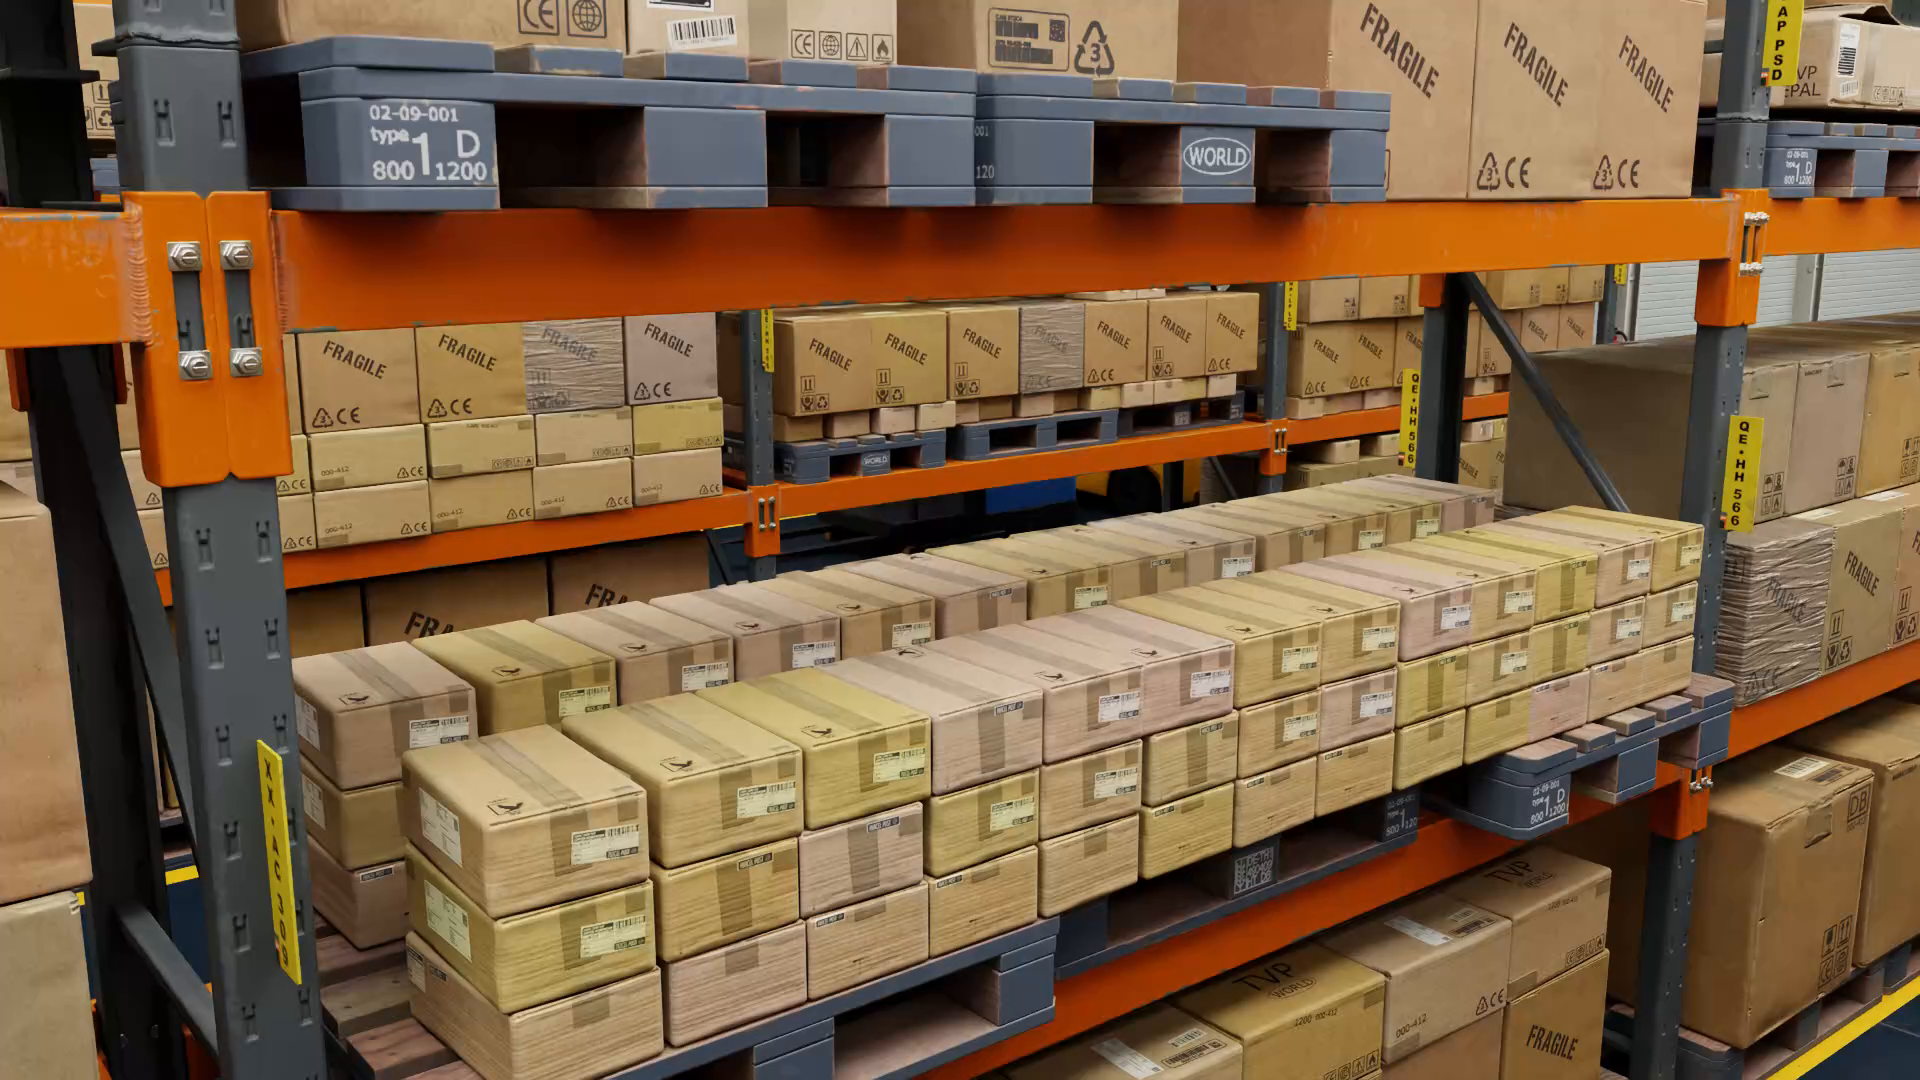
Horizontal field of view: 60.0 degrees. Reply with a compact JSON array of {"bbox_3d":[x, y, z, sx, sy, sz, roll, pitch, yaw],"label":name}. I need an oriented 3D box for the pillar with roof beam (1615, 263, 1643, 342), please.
[{"bbox_3d":[12.777,-6.226,21.287,0.400,9.000,9.100,-9,15,-38],"label":"pillar with roof beam"}]

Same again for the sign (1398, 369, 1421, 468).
[{"bbox_3d":[1.502,-0.401,5.507,0.005,0.325,0.100,-9,15,-38],"label":"sign"}]

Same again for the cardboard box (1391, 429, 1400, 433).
[{"bbox_3d":[3.177,-0.740,12.132,0.250,0.149,0.380,-8,15,-34],"label":"cardboard box"}]

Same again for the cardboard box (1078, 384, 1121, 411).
[{"bbox_3d":[0.769,-0.894,10.213,0.250,0.149,0.380,-9,15,-38],"label":"cardboard box"}]

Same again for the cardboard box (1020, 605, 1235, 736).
[{"bbox_3d":[0.332,0.256,3.362,0.250,0.149,0.380,-9,15,-36],"label":"cardboard box"}]

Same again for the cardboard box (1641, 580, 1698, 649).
[{"bbox_3d":[1.750,0.165,4.507,0.250,0.149,0.380,-9,15,-37],"label":"cardboard box"}]

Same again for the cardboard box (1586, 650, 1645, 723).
[{"bbox_3d":[1.559,0.343,4.385,0.250,0.149,0.380,-9,15,-38],"label":"cardboard box"}]

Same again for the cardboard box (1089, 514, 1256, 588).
[{"bbox_3d":[0.550,0.046,4.350,0.250,0.149,0.380,-9,15,-35],"label":"cardboard box"}]

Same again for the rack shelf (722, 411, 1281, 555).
[{"bbox_3d":[0.242,-0.442,10.221,4.000,0.370,1.077,-9,15,-38],"label":"rack shelf"}]

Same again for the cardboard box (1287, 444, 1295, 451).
[{"bbox_3d":[2.494,-0.467,12.411,0.500,0.500,0.500,-9,15,-37],"label":"cardboard box"}]

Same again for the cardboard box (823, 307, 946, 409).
[{"bbox_3d":[-0.421,-1.024,9.261,0.500,0.500,0.500,-8,15,-35],"label":"cardboard box"}]

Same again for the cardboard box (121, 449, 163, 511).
[{"bbox_3d":[-3.534,-0.270,6.837,0.500,0.250,0.500,-9,15,-37],"label":"cardboard box"}]

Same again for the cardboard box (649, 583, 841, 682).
[{"bbox_3d":[-0.463,0.215,3.558,0.250,0.149,0.380,-9,15,-38],"label":"cardboard box"}]

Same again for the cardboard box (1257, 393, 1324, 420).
[{"bbox_3d":[2.250,-0.919,11.342,0.250,0.149,0.380,-10,15,-38],"label":"cardboard box"}]

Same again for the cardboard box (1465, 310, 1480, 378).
[{"bbox_3d":[3.481,-1.461,12.329,0.500,0.500,0.500,-9,15,-37],"label":"cardboard box"}]

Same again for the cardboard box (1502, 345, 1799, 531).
[{"bbox_3d":[2.209,-0.339,5.358,0.500,0.500,0.700,-10,15,-38],"label":"cardboard box"}]

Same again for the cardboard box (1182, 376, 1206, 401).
[{"bbox_3d":[1.358,-0.993,10.678,0.250,0.149,0.380,-10,16,-39],"label":"cardboard box"}]

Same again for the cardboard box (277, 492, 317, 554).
[{"bbox_3d":[-3.121,-0.088,7.181,0.500,0.250,0.500,-10,15,-38],"label":"cardboard box"}]

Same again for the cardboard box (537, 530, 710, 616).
[{"bbox_3d":[-1.911,0.376,8.743,0.875,0.875,0.875,-10,15,-38],"label":"cardboard box"}]

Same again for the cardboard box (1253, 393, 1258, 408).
[{"bbox_3d":[2.055,-1.055,11.982,0.250,0.149,0.380,-9,15,-36],"label":"cardboard box"}]

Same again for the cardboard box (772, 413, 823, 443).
[{"bbox_3d":[-0.950,-0.629,8.963,0.250,0.149,0.380,-11,16,-41],"label":"cardboard box"}]

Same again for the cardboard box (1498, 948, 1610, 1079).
[{"bbox_3d":[1.501,1.400,4.819,0.500,0.500,0.500,-10,15,-38],"label":"cardboard box"}]

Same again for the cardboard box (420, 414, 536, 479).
[{"bbox_3d":[-2.324,-0.465,7.753,0.500,0.250,0.500,-10,16,-39],"label":"cardboard box"}]

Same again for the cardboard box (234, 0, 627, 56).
[{"bbox_3d":[-0.907,-0.979,2.543,0.500,0.500,0.700,-9,15,-38],"label":"cardboard box"}]

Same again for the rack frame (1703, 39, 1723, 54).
[{"bbox_3d":[1.854,-2.679,4.579,0.053,2.616,0.949,-9,15,-38],"label":"rack frame"}]

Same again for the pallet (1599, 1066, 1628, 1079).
[{"bbox_3d":[1.241,1.720,5.018,1.213,0.211,1.003,-9,15,-38],"label":"pallet"}]

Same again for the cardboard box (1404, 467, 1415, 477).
[{"bbox_3d":[3.250,-0.452,12.339,0.500,0.500,0.500,-8,15,-35],"label":"cardboard box"}]

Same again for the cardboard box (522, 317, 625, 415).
[{"bbox_3d":[-1.955,-0.895,7.974,0.500,0.500,0.500,-9,15,-37],"label":"cardboard box"}]

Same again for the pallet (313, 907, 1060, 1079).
[{"bbox_3d":[-0.584,0.793,3.137,1.213,0.211,1.003,-9,15,-38],"label":"pallet"}]

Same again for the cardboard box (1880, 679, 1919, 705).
[{"bbox_3d":[3.791,0.851,6.805,0.750,0.750,1.050,-9,15,-38],"label":"cardboard box"}]

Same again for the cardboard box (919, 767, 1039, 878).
[{"bbox_3d":[-0.072,0.468,3.079,0.250,0.149,0.380,-10,16,-40],"label":"cardboard box"}]

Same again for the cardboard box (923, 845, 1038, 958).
[{"bbox_3d":[-0.070,0.614,3.109,0.250,0.149,0.380,-9,15,-37],"label":"cardboard box"}]

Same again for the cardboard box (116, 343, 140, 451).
[{"bbox_3d":[-3.540,-0.634,6.747,0.500,0.500,0.500,-10,15,-38],"label":"cardboard box"}]

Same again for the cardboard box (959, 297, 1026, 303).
[{"bbox_3d":[0.079,-1.244,10.296,0.500,0.500,0.500,-10,16,-40],"label":"cardboard box"}]

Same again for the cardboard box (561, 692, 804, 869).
[{"bbox_3d":[-0.463,0.387,2.746,0.250,0.149,0.380,-9,15,-36],"label":"cardboard box"}]

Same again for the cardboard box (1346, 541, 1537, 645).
[{"bbox_3d":[1.147,0.121,3.998,0.250,0.149,0.380,-9,15,-36],"label":"cardboard box"}]

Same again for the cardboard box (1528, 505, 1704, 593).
[{"bbox_3d":[1.755,0.020,4.476,0.250,0.149,0.380,-10,16,-40],"label":"cardboard box"}]

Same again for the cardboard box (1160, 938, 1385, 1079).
[{"bbox_3d":[0.687,1.168,4.110,0.500,0.250,0.500,-9,15,-36],"label":"cardboard box"}]

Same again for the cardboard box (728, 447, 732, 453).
[{"bbox_3d":[-2.311,-0.733,14.565,0.625,0.625,0.875,-10,15,-38],"label":"cardboard box"}]

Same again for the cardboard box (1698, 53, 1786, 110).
[{"bbox_3d":[2.212,-1.361,4.947,0.250,0.149,0.380,-10,16,-40],"label":"cardboard box"}]

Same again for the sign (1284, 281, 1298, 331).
[{"bbox_3d":[2.153,-1.530,10.827,0.005,0.325,0.100,-9,15,-38],"label":"sign"}]

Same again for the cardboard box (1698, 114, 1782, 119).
[{"bbox_3d":[2.480,-1.607,5.717,0.500,0.311,0.500,-9,15,-38],"label":"cardboard box"}]

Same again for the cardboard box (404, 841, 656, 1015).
[{"bbox_3d":[-0.677,0.570,2.602,0.250,0.149,0.380,-9,15,-37],"label":"cardboard box"}]

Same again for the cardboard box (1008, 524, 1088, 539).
[{"bbox_3d":[0.837,0.189,10.834,0.625,0.372,0.950,-8,15,-34],"label":"cardboard box"}]

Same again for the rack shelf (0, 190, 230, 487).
[{"bbox_3d":[-2.833,-0.082,1.302,4.000,0.370,1.077,-9,15,-38],"label":"rack shelf"}]

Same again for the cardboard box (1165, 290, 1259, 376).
[{"bbox_3d":[1.587,-1.356,10.826,0.500,0.500,0.500,-10,15,-39],"label":"cardboard box"}]

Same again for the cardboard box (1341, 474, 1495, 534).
[{"bbox_3d":[1.366,-0.089,4.989,0.250,0.149,0.380,-9,15,-38],"label":"cardboard box"}]

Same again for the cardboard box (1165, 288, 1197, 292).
[{"bbox_3d":[1.259,-1.439,11.216,0.500,0.500,0.500,-9,15,-36],"label":"cardboard box"}]

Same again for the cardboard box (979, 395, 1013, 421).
[{"bbox_3d":[0.098,-0.808,9.804,0.250,0.149,0.380,-9,15,-35],"label":"cardboard box"}]

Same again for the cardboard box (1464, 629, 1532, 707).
[{"bbox_3d":[1.144,0.267,4.027,0.250,0.149,0.380,-9,15,-38],"label":"cardboard box"}]

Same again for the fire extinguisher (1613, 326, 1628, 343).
[{"bbox_3d":[5.305,-1.475,13.539,0.183,0.674,0.296,-9,15,-38],"label":"fire extinguisher"}]

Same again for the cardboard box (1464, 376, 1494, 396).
[{"bbox_3d":[3.814,-1.189,12.612,0.250,0.149,0.380,-10,15,-38],"label":"cardboard box"}]

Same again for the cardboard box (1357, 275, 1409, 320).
[{"bbox_3d":[2.695,-1.822,11.622,0.500,0.500,0.700,-9,15,-37],"label":"cardboard box"}]

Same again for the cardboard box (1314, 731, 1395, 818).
[{"bbox_3d":[0.749,0.477,3.755,0.250,0.149,0.380,-9,15,-36],"label":"cardboard box"}]

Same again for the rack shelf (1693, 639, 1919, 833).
[{"bbox_3d":[3.413,0.348,6.502,4.000,0.370,1.077,-9,15,-38],"label":"rack shelf"}]

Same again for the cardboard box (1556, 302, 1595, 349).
[{"bbox_3d":[4.676,-1.652,13.230,0.500,0.500,0.500,-10,15,-39],"label":"cardboard box"}]

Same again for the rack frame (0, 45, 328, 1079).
[{"bbox_3d":[-1.272,0.774,2.761,0.127,3.000,1.000,-9,15,-38],"label":"rack frame"}]

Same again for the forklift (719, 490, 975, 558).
[{"bbox_3d":[-0.475,-1.350,12.929,3.031,2.935,1.121,-10,16,-40],"label":"forklift"}]
